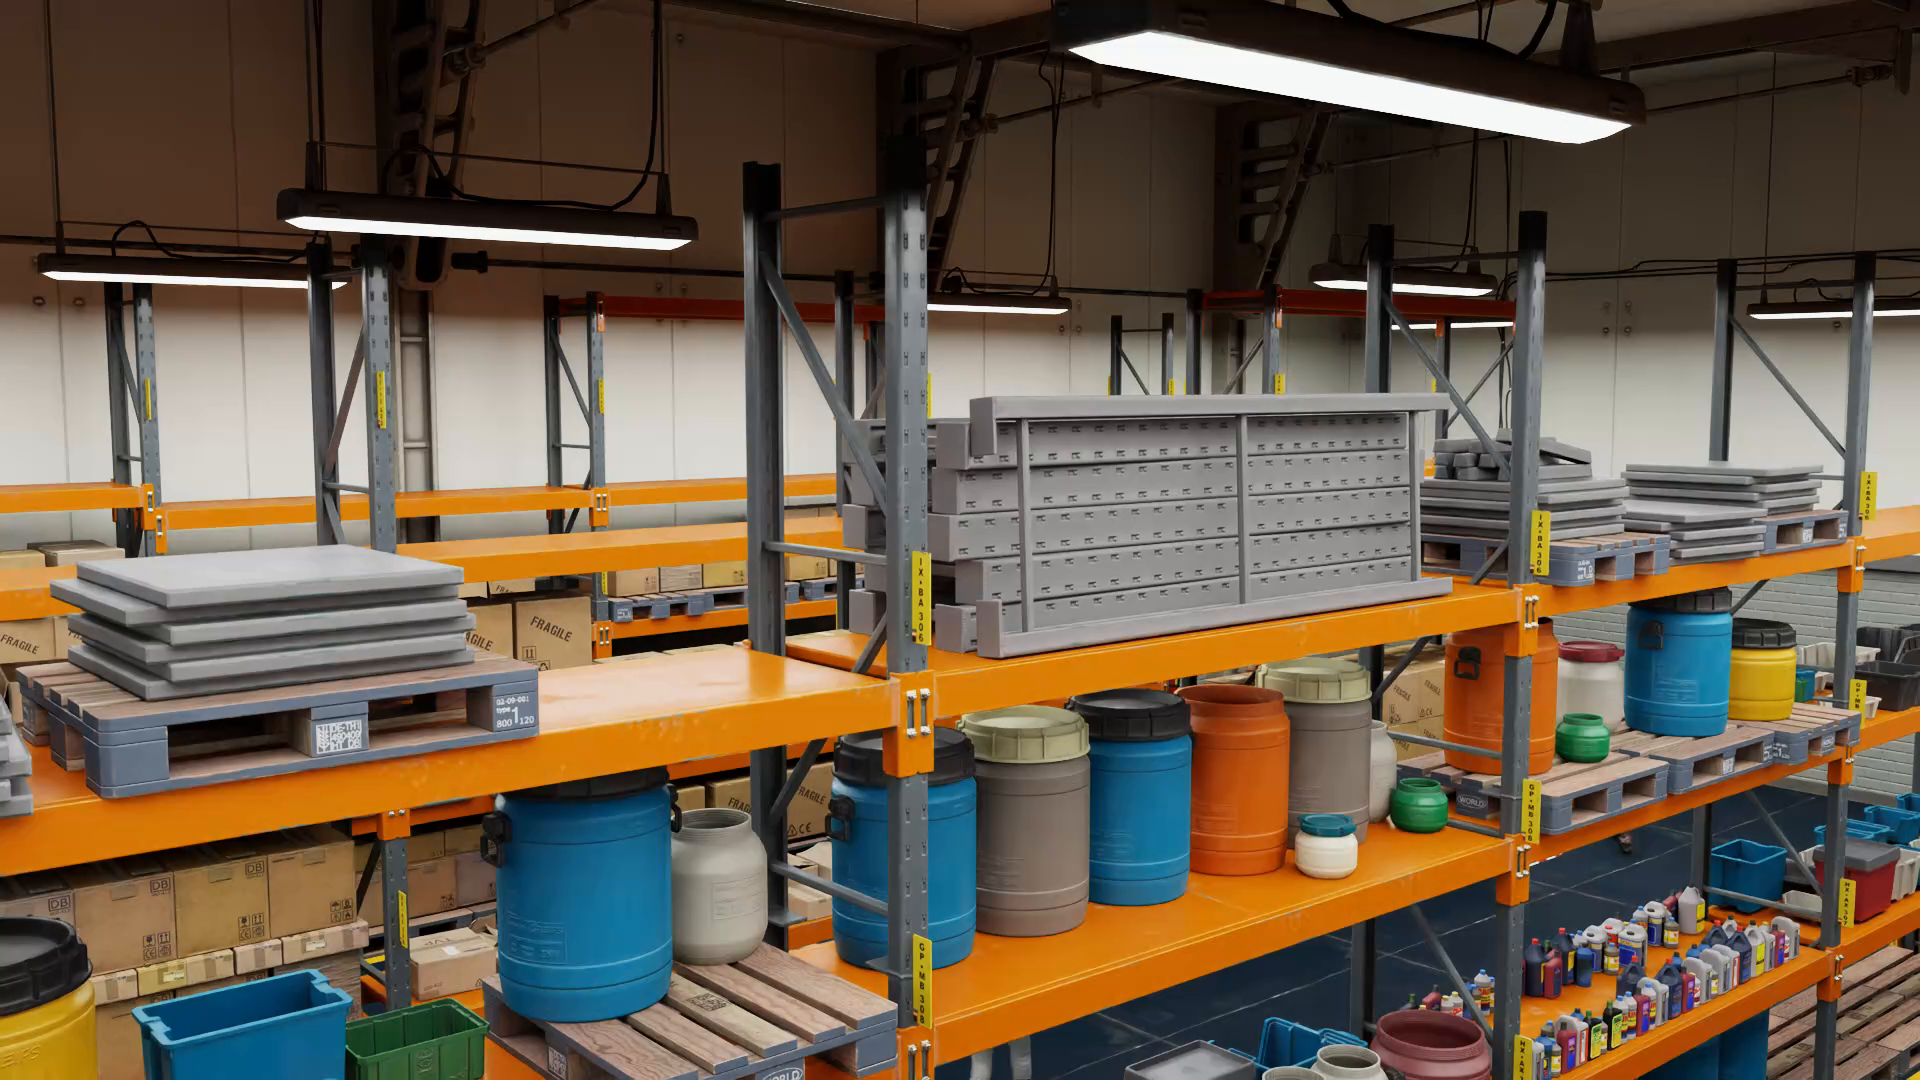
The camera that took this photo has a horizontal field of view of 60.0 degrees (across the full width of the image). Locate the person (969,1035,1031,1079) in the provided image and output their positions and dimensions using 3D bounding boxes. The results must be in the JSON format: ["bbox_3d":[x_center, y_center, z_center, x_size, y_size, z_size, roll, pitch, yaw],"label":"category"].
[{"bbox_3d":[0.292,3.241,11.599,0.507,1.662,0.584,0,6,-2],"label":"person"}]

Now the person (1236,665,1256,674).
[{"bbox_3d":[3.594,2.285,20.877,0.691,1.697,1.152,2,6,20],"label":"person"}]

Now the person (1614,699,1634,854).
[{"bbox_3d":[7.312,2.570,18.355,0.643,1.683,0.983,3,6,25],"label":"person"}]
